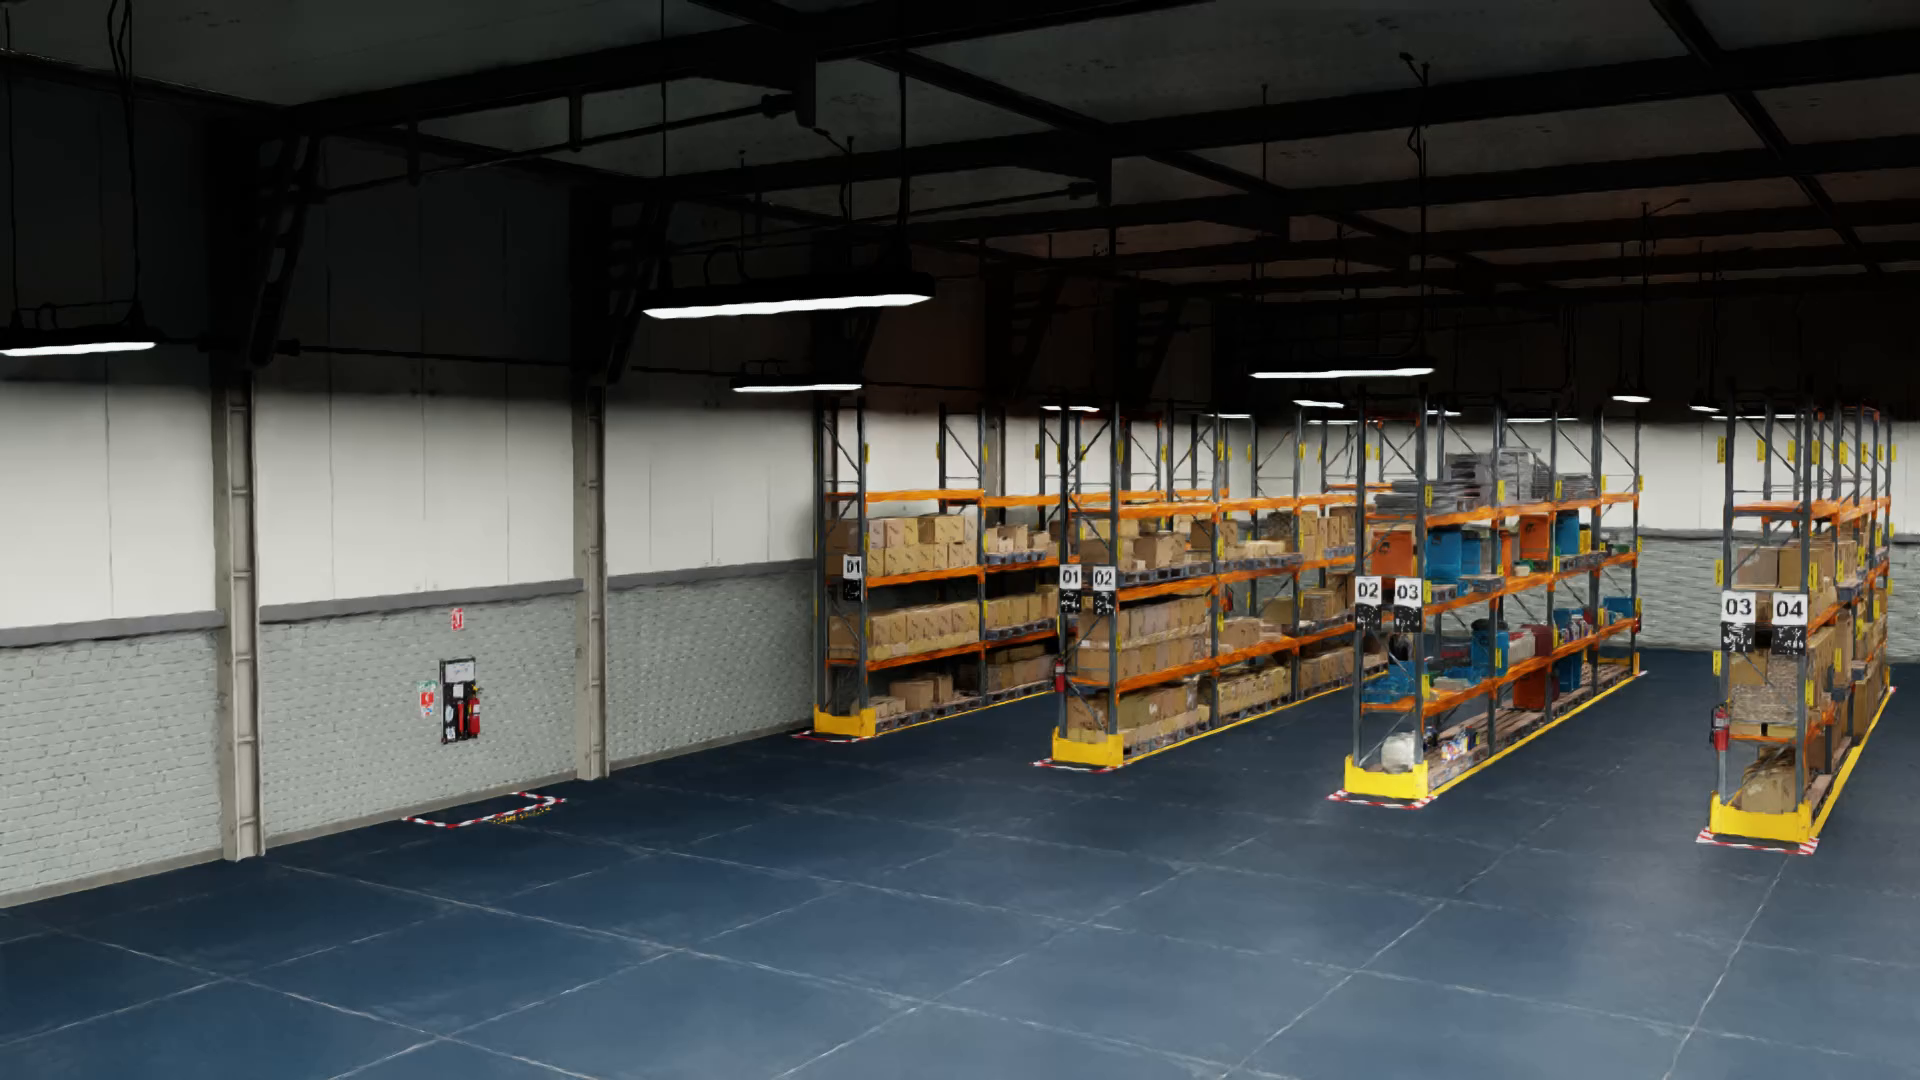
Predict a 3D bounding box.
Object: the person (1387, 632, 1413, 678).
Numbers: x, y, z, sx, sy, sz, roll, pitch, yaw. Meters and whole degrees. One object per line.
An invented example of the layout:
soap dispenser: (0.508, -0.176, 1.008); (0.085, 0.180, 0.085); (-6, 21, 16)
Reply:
person: (8.638, 2.456, 32.646); (0.555, 1.669, 1.029); (2, 4, 31)
